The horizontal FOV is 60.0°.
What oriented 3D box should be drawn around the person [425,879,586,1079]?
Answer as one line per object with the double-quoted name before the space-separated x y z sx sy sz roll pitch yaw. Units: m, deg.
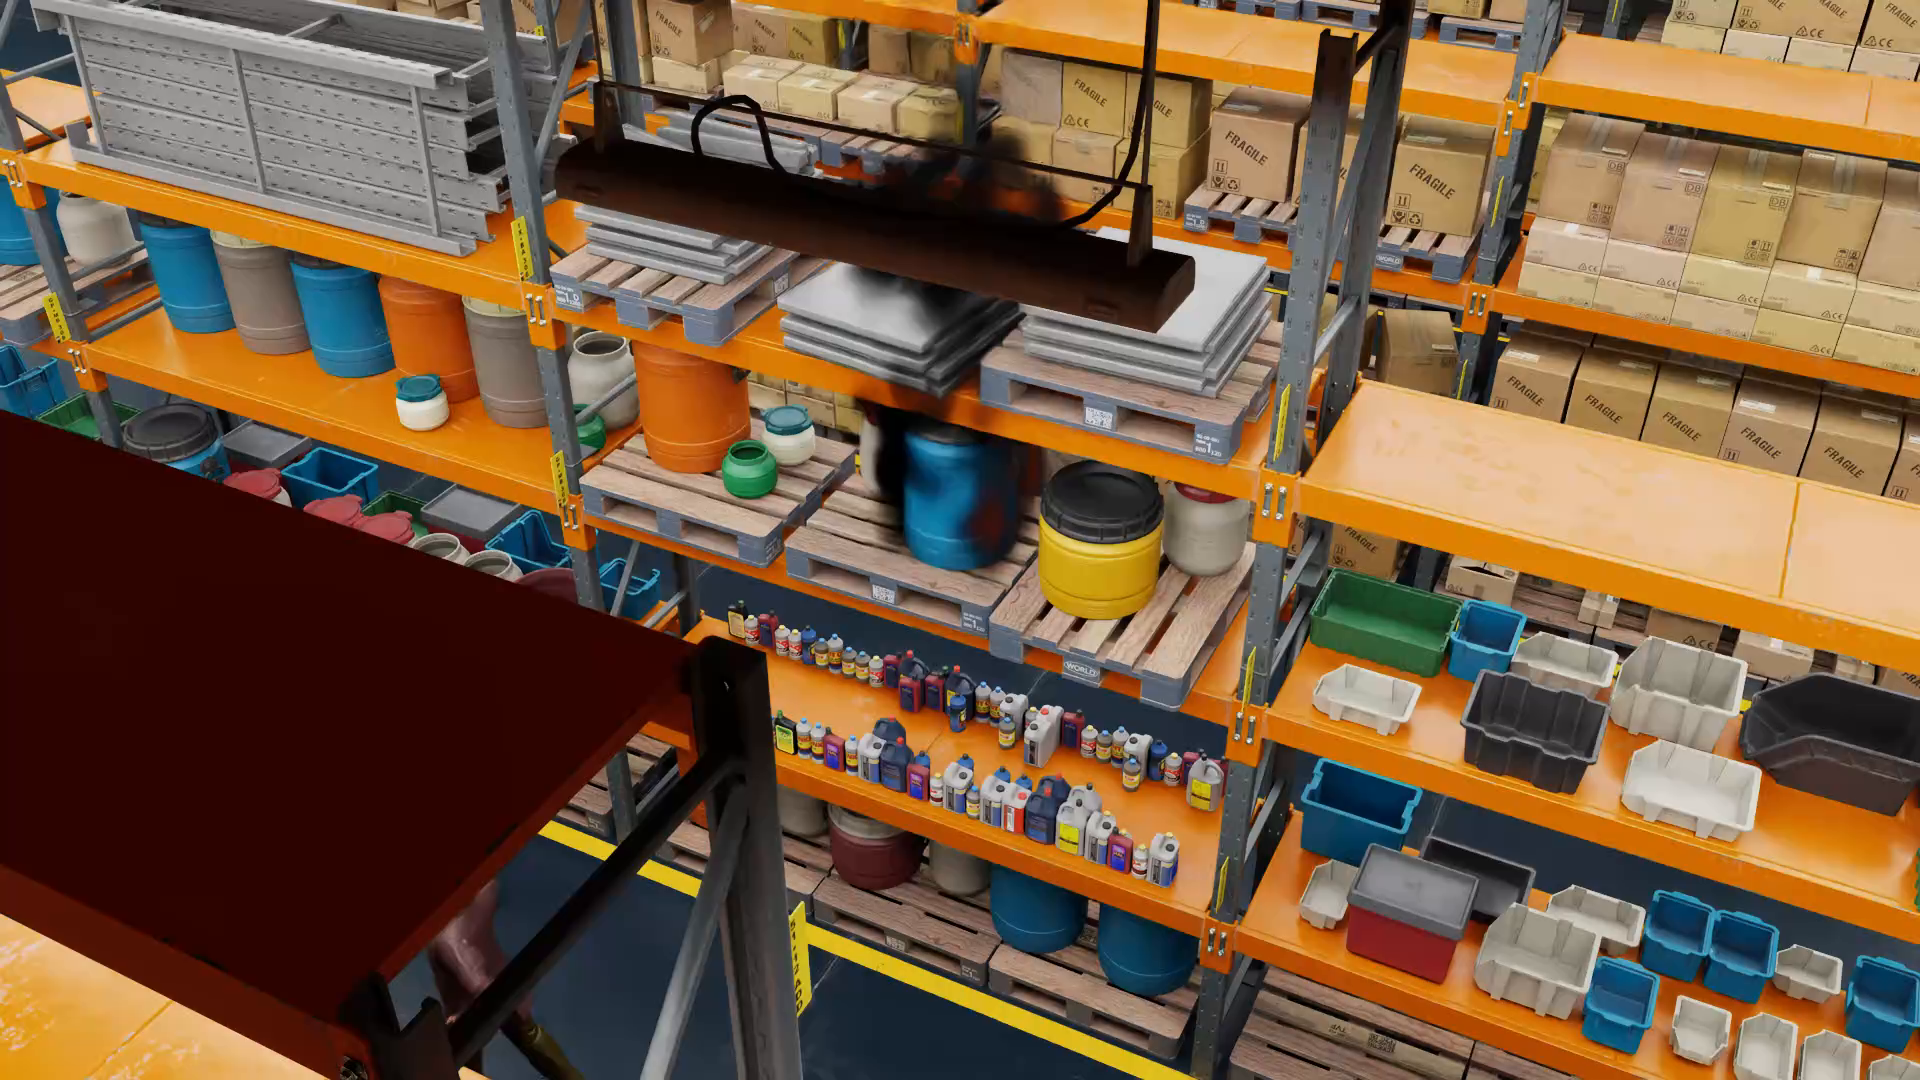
"person" -2.442 2.346 8.506 0.983 1.794 0.703 8 36 11
